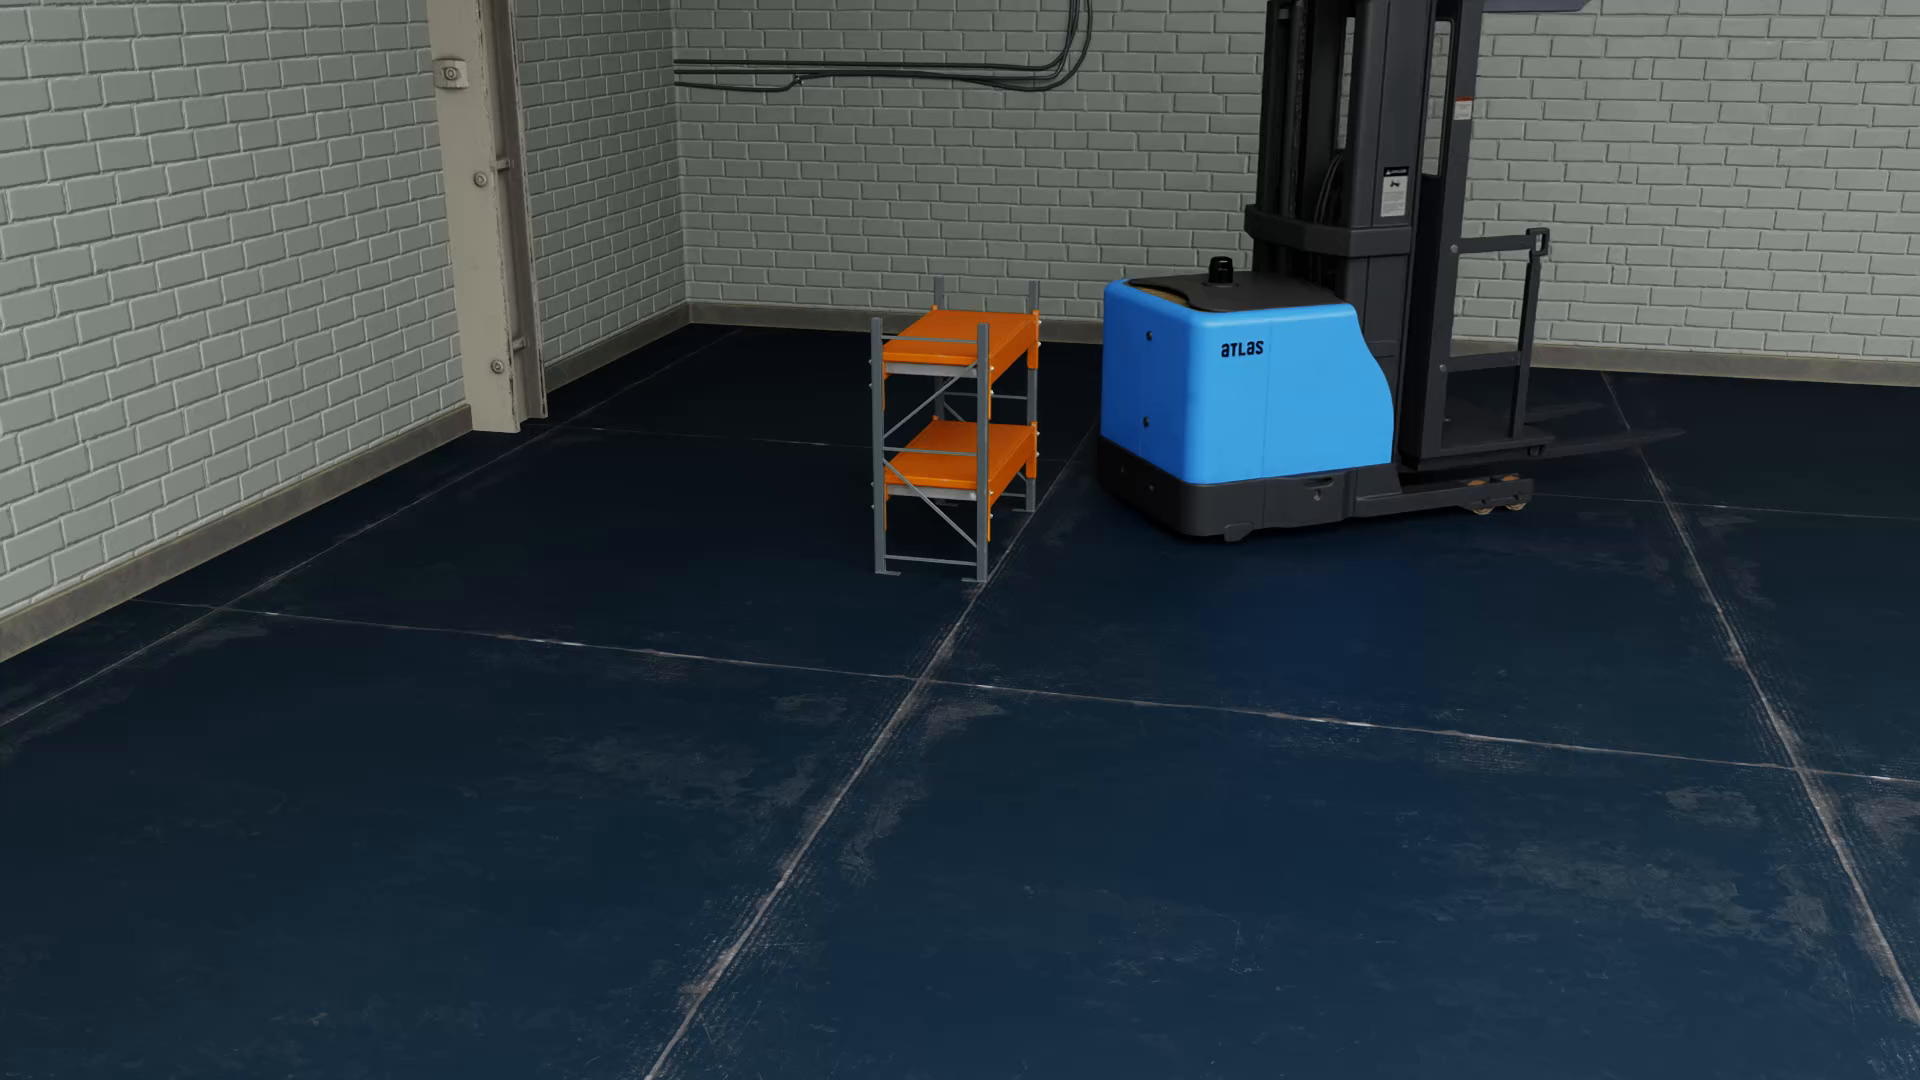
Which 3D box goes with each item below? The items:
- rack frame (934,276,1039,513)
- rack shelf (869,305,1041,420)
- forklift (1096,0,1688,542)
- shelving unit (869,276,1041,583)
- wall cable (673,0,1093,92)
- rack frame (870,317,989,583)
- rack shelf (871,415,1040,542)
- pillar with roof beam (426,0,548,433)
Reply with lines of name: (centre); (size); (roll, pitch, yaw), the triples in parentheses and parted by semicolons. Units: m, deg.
rack frame: (0.123, -0.690, 7.966); (0.500, 1.125, 0.032); (5, 19, 13)
rack shelf: (-0.002, -0.807, 7.405); (0.538, 0.278, 1.000); (5, 19, 13)
forklift: (2.253, -1.660, 8.012); (3.031, 2.935, 1.130); (-7, 20, -20)
shelving unit: (-0.002, -0.530, 7.500); (0.538, 1.125, 1.048); (5, 19, 13)
wall cable: (-0.628, -4.291, 11.133); (3.097, 2.526, 0.112); (5, 19, 13)
rack frame: (-0.126, -0.371, 7.033); (0.500, 1.125, 0.032); (5, 19, 13)
rack shelf: (-0.002, -0.299, 7.579); (0.538, 0.278, 1.000); (5, 19, 13)
pillar with roof beam: (1.545, -4.602, 7.239); (9.100, 9.000, 0.400); (5, 19, 13)
